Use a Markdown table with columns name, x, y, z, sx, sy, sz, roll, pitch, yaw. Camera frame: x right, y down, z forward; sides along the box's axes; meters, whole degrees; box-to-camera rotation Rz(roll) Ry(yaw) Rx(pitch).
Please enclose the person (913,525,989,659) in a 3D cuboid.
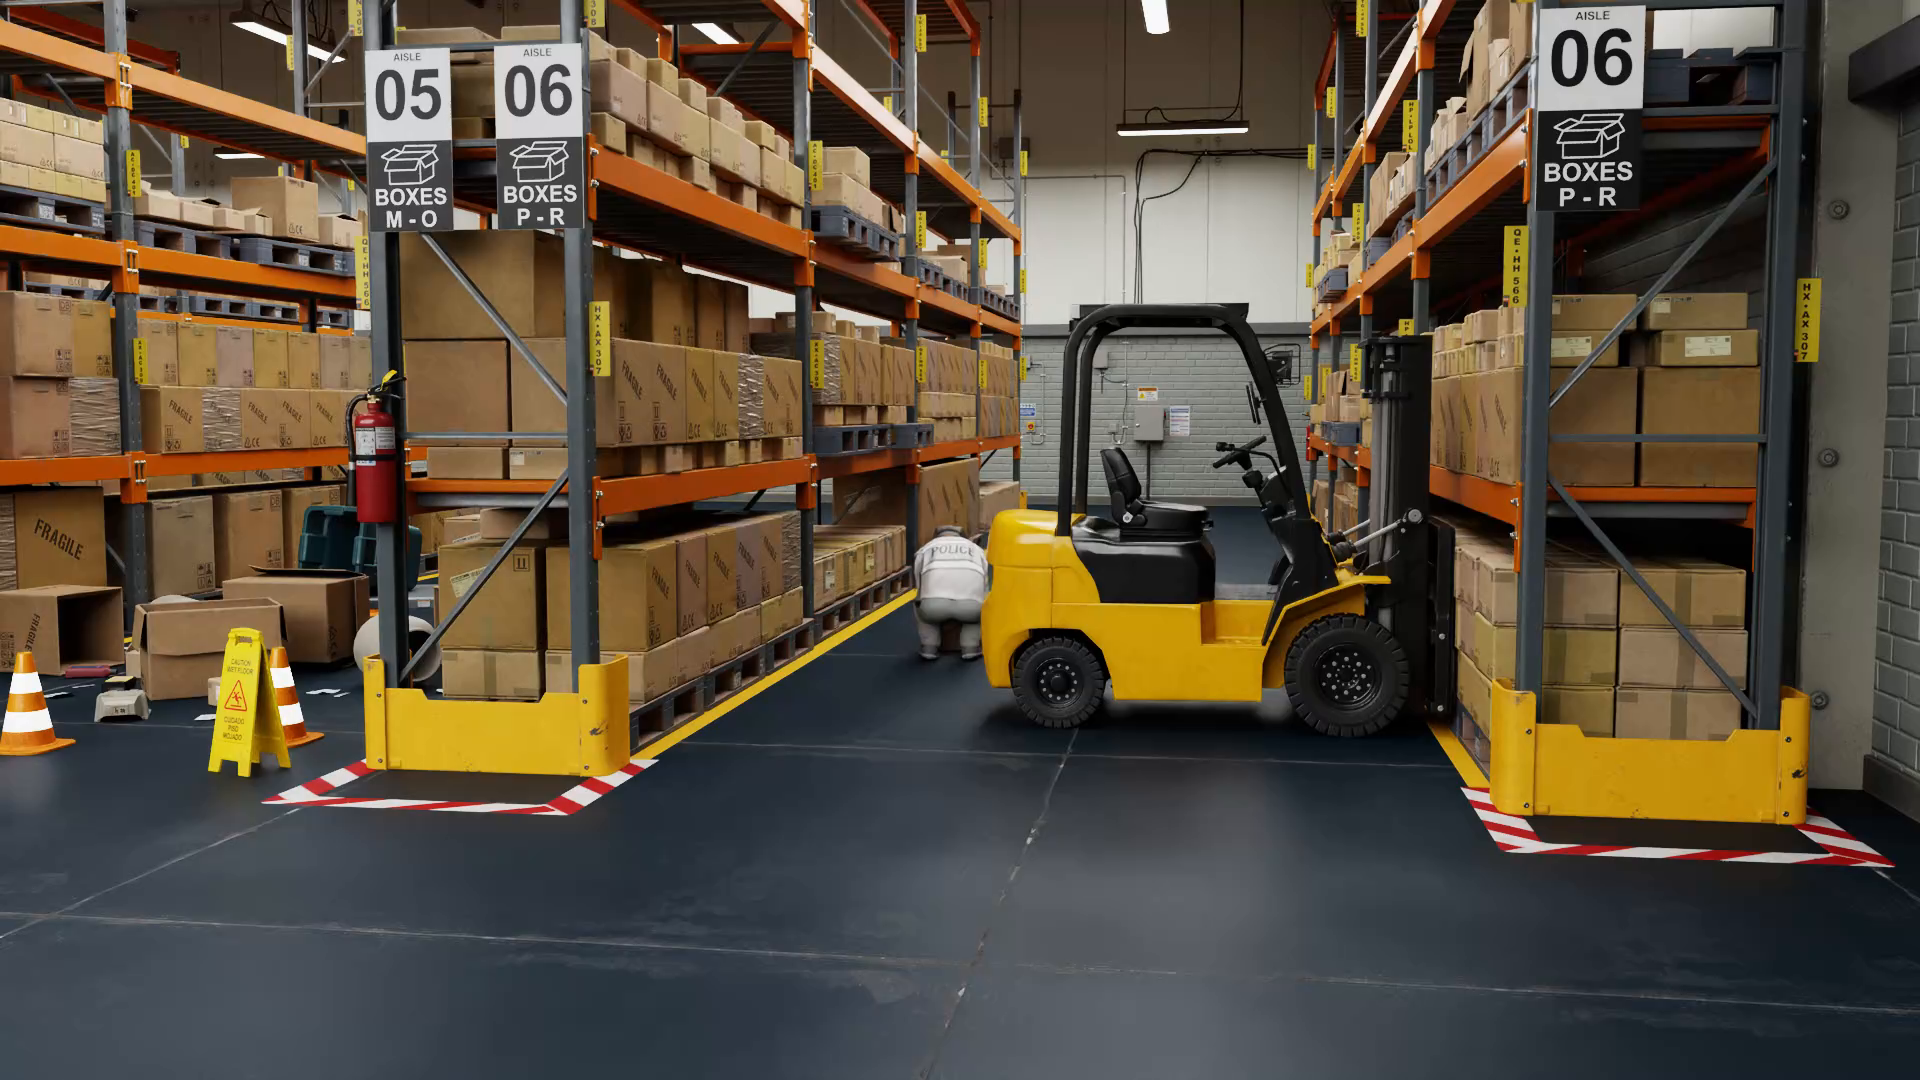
| name | x | y | z | sx | sy | sz | roll | pitch | yaw |
| --- | --- | --- | --- | --- | --- | --- | --- | --- | --- |
| person | -0.051 | 0.373 | 11.060 | 0.539 | 0.899 | 0.976 | 0 | 4 | 5 |
